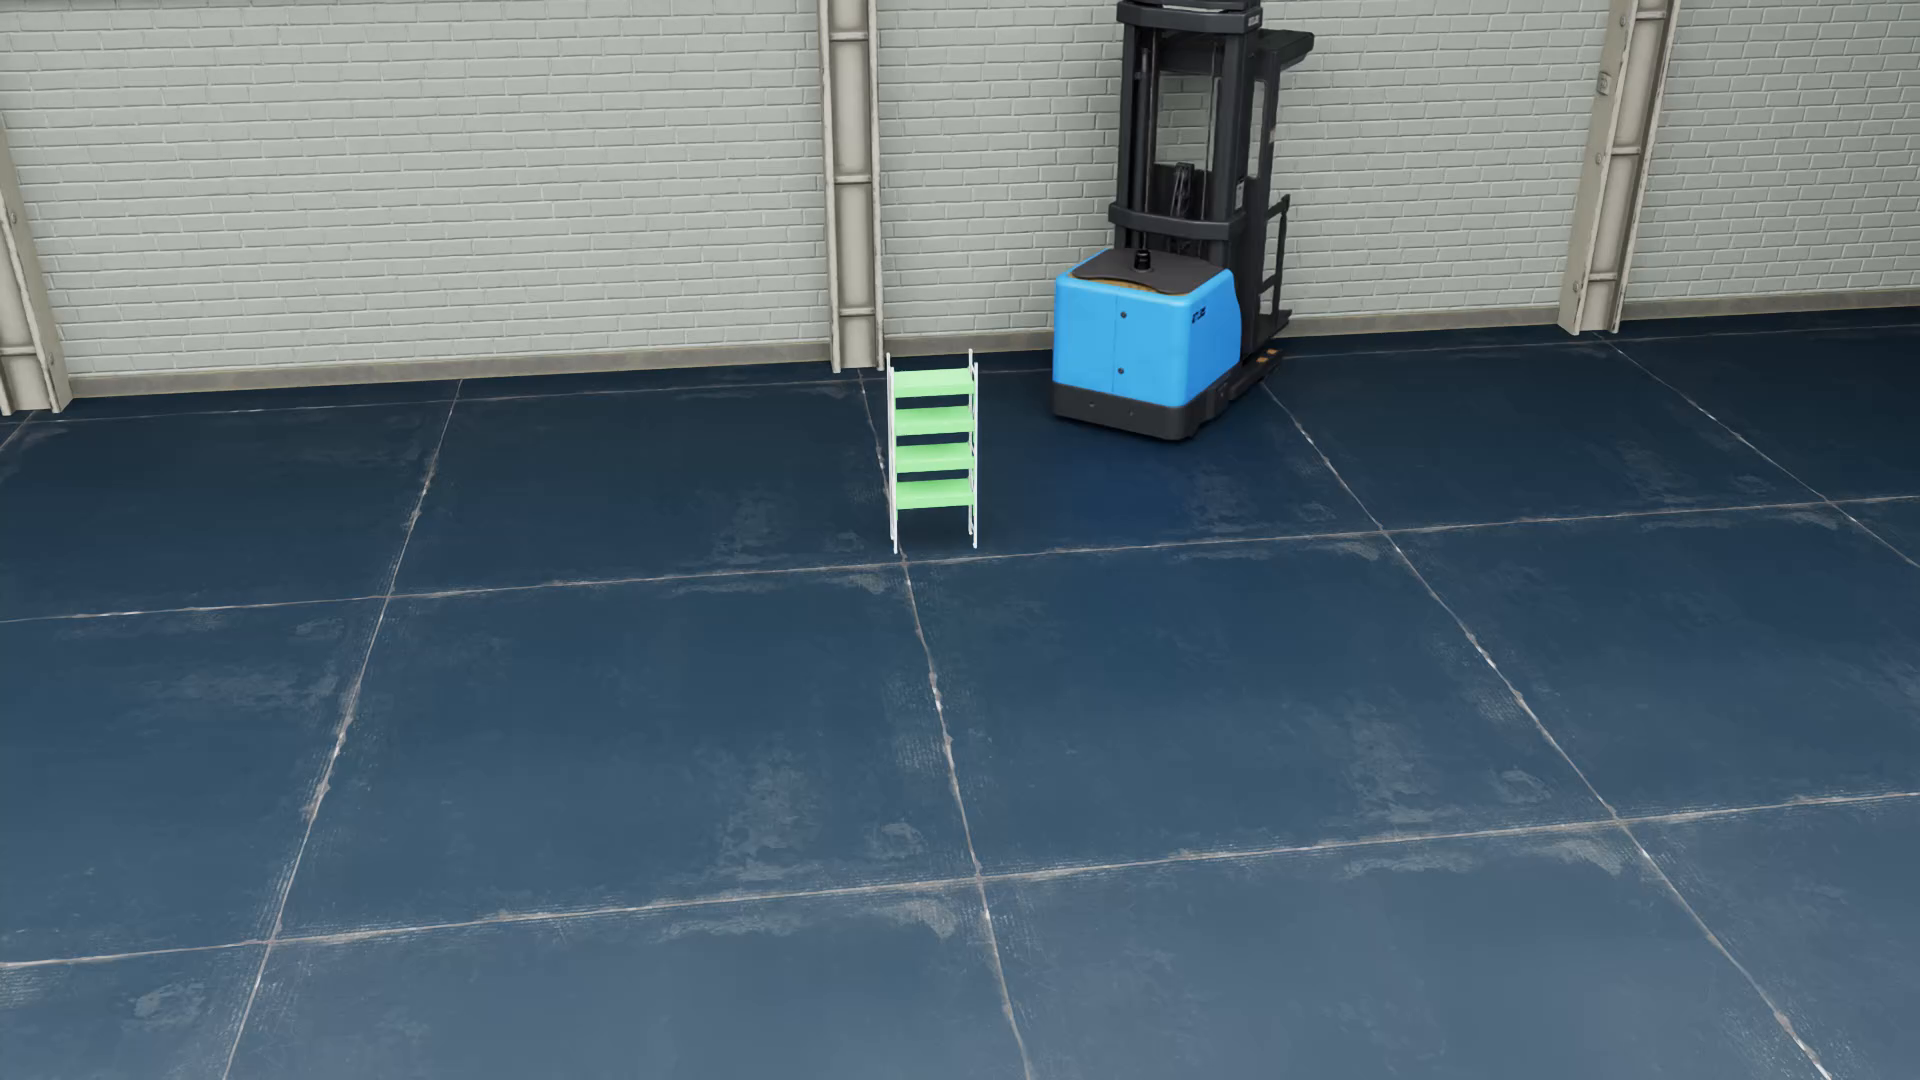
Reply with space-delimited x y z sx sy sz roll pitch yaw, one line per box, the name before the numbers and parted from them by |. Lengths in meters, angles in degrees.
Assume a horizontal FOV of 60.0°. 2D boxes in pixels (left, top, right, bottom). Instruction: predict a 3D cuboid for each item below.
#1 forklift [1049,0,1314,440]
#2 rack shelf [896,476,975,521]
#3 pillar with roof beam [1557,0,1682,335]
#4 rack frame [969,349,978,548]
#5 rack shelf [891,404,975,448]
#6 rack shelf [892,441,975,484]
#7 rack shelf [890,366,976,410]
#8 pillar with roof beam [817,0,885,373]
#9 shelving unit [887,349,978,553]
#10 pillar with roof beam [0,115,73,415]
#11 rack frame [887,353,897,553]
forklift | 1.826 -2.625 12.156 1.130 2.935 3.031 15 31 27
rack shelf | -0.164 -0.253 10.094 0.480 0.148 0.258 -4 27 -7
pillar with roof beam | 5.745 -3.802 7.802 0.400 9.000 9.100 -4 27 -7
rack frame | 0.078 -0.539 9.986 0.015 1.200 0.240 -4 27 -7
rack shelf | -0.164 -0.680 9.875 0.480 0.148 0.258 -4 27 -7
rack shelf | -0.164 -0.466 9.985 0.480 0.148 0.258 -4 27 -7
rack shelf | -0.164 -0.894 9.766 0.480 0.148 0.258 -4 27 -7
pillar with roof beam | -0.197 -3.420 7.059 0.400 9.000 9.100 -4 27 -7
shelving unit | -0.164 -0.523 9.956 0.503 1.200 0.258 -4 27 -7
pillar with roof beam | -6.138 -3.039 6.315 0.400 9.000 9.100 -4 27 -7
rack frame | -0.406 -0.508 9.925 0.015 1.200 0.240 -4 27 -7
